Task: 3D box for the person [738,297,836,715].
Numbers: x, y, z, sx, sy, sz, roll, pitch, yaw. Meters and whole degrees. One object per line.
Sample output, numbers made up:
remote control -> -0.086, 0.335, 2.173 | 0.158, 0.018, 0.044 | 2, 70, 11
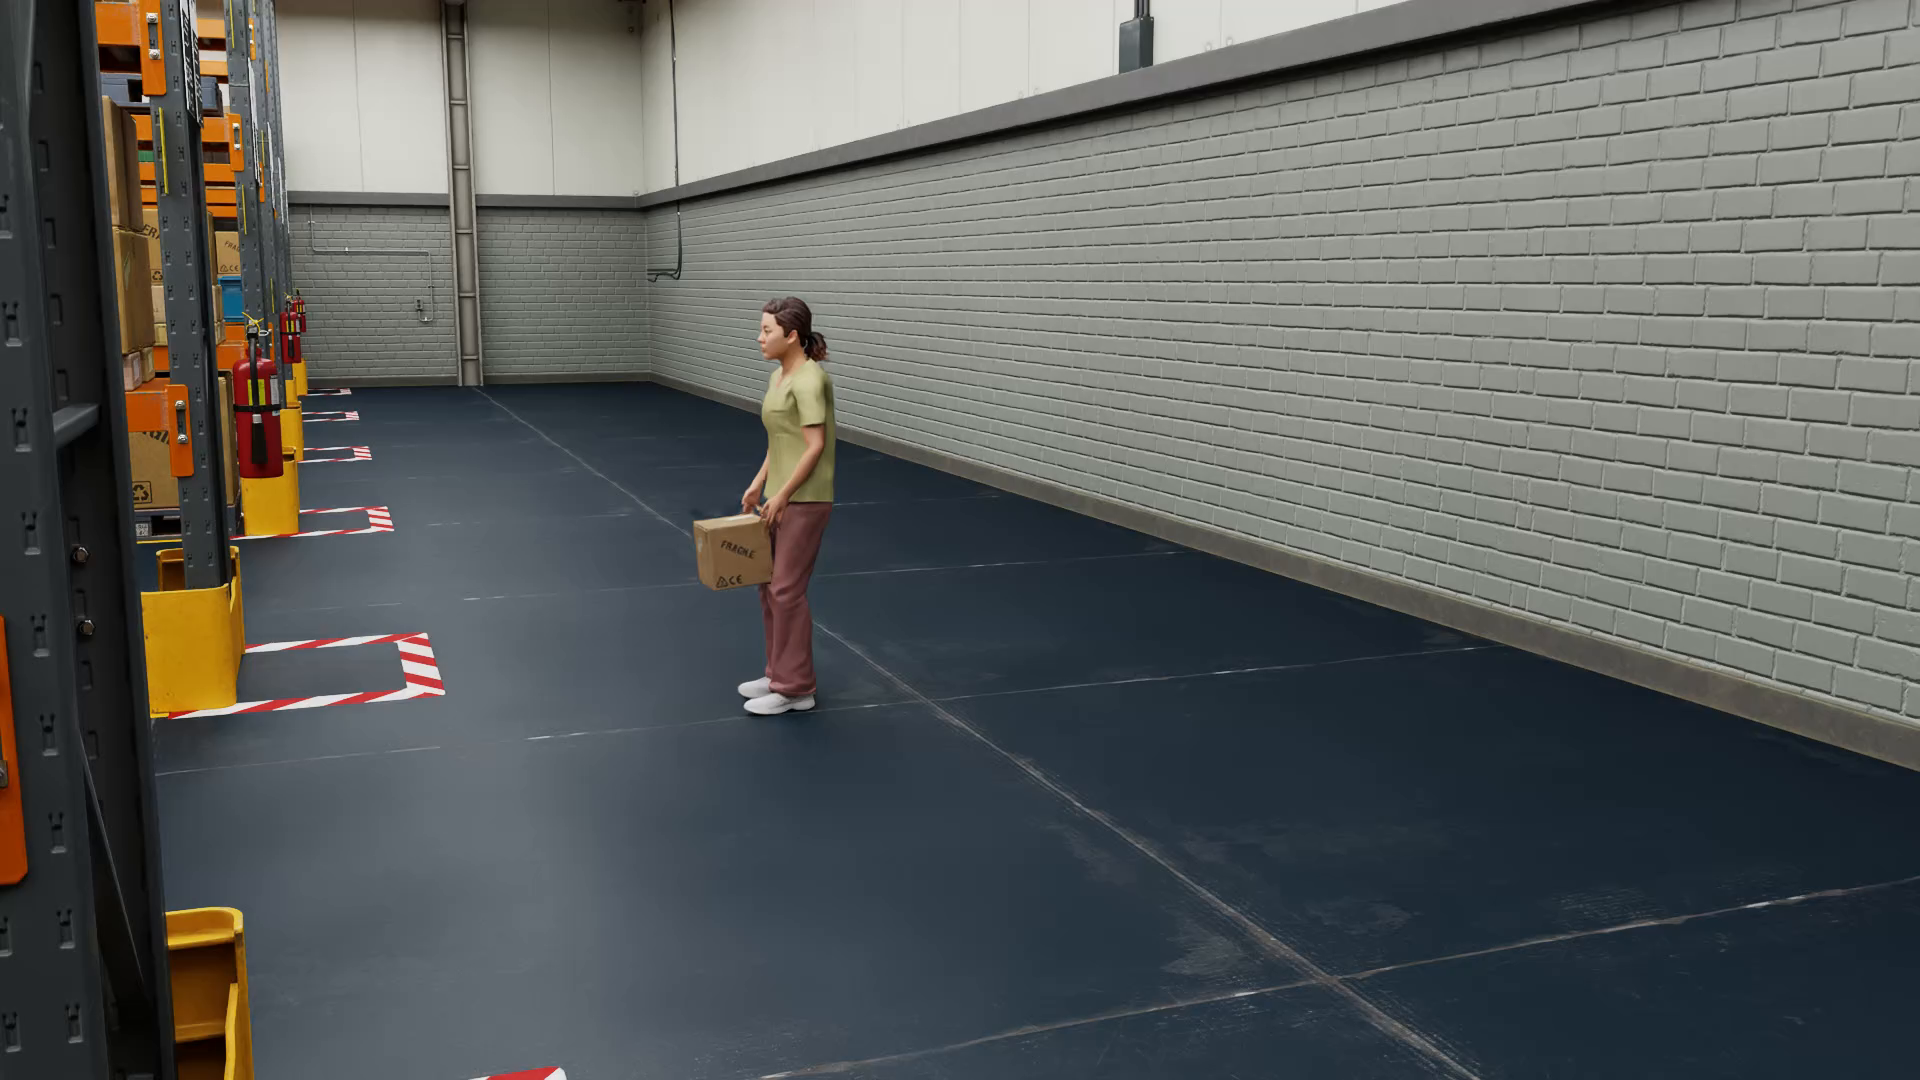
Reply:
person -> -0.718, -0.142, 6.757 | 0.414, 1.676, 0.477 | -4, 10, -22
